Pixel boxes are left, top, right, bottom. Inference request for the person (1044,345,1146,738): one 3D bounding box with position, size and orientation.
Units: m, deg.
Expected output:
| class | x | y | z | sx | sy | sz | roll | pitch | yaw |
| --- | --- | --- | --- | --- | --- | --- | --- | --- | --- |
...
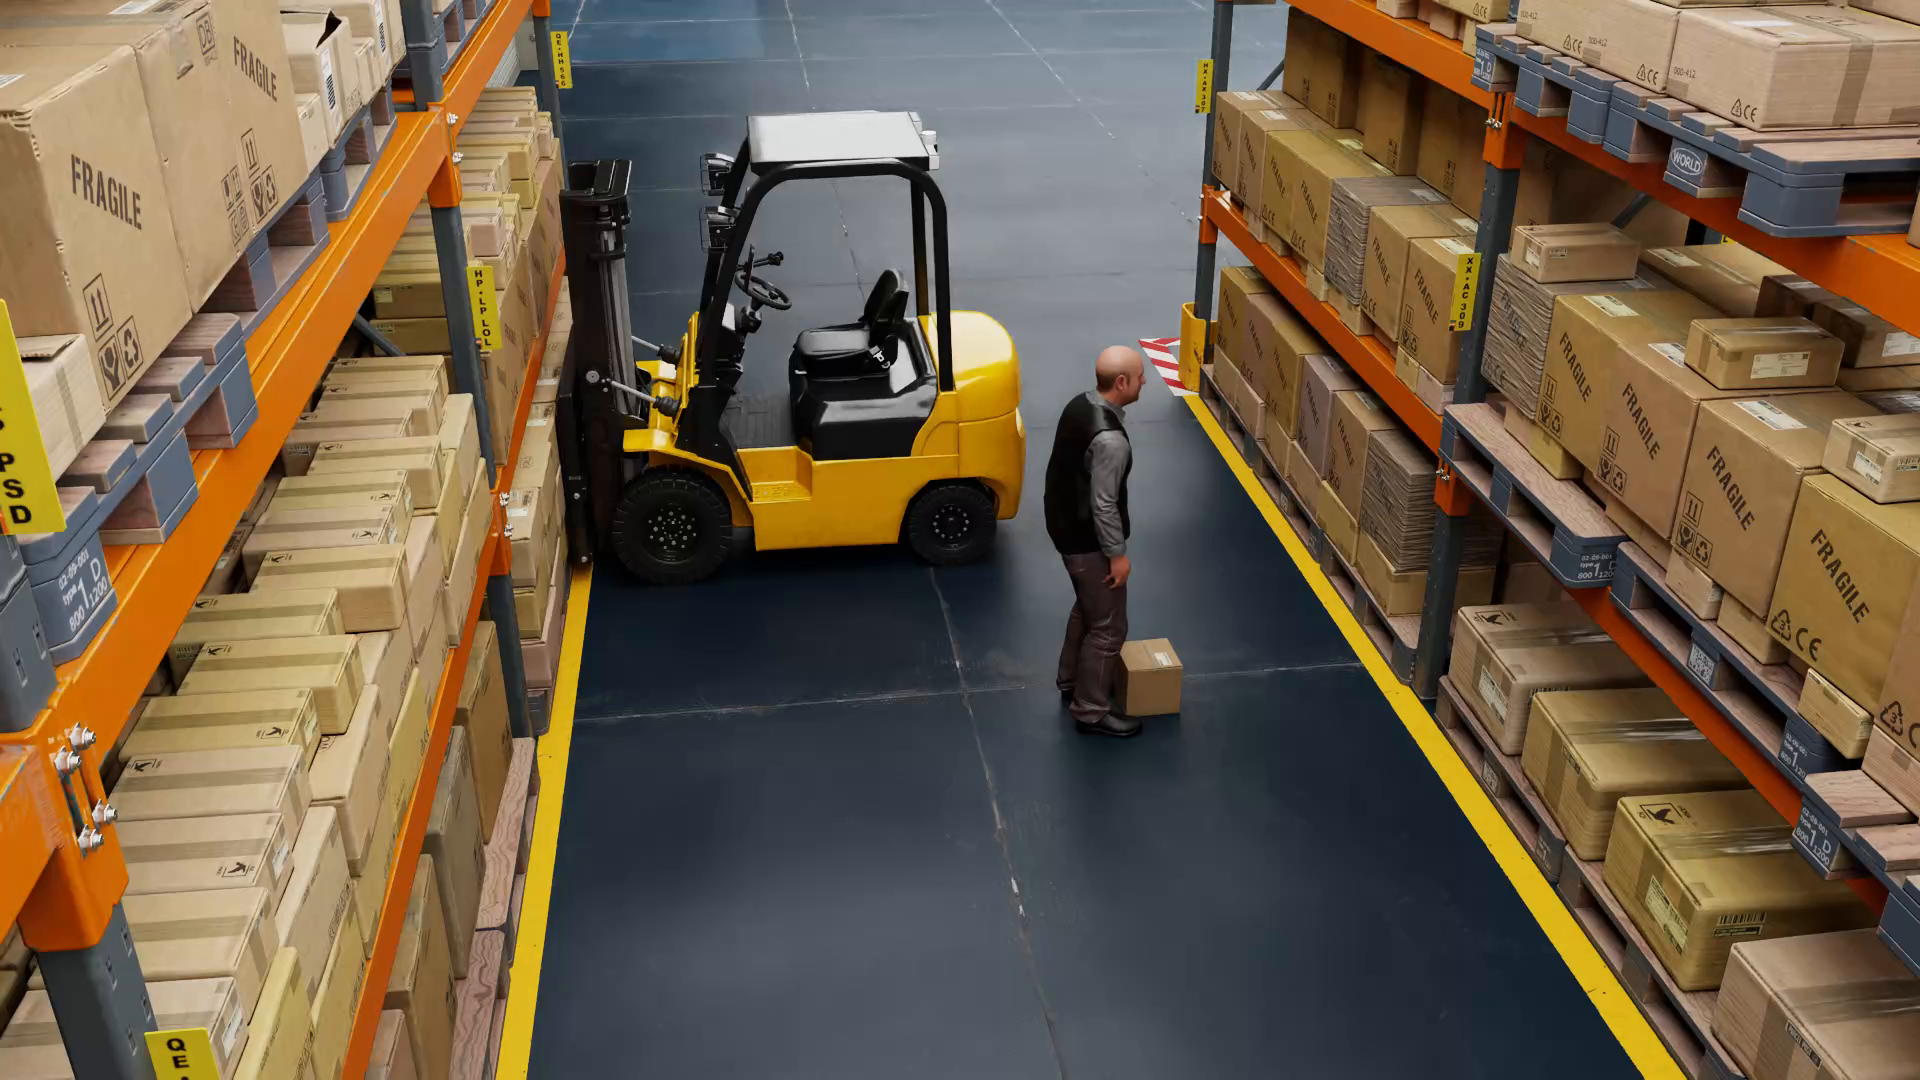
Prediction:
| class | x | y | z | sx | sy | sz | roll | pitch | yaw |
| --- | --- | --- | --- | --- | --- | --- | --- | --- | --- |
| person | 0.572 | -0.009 | 7.161 | 0.413 | 1.721 | 0.581 | -4 | 27 | -7 |
